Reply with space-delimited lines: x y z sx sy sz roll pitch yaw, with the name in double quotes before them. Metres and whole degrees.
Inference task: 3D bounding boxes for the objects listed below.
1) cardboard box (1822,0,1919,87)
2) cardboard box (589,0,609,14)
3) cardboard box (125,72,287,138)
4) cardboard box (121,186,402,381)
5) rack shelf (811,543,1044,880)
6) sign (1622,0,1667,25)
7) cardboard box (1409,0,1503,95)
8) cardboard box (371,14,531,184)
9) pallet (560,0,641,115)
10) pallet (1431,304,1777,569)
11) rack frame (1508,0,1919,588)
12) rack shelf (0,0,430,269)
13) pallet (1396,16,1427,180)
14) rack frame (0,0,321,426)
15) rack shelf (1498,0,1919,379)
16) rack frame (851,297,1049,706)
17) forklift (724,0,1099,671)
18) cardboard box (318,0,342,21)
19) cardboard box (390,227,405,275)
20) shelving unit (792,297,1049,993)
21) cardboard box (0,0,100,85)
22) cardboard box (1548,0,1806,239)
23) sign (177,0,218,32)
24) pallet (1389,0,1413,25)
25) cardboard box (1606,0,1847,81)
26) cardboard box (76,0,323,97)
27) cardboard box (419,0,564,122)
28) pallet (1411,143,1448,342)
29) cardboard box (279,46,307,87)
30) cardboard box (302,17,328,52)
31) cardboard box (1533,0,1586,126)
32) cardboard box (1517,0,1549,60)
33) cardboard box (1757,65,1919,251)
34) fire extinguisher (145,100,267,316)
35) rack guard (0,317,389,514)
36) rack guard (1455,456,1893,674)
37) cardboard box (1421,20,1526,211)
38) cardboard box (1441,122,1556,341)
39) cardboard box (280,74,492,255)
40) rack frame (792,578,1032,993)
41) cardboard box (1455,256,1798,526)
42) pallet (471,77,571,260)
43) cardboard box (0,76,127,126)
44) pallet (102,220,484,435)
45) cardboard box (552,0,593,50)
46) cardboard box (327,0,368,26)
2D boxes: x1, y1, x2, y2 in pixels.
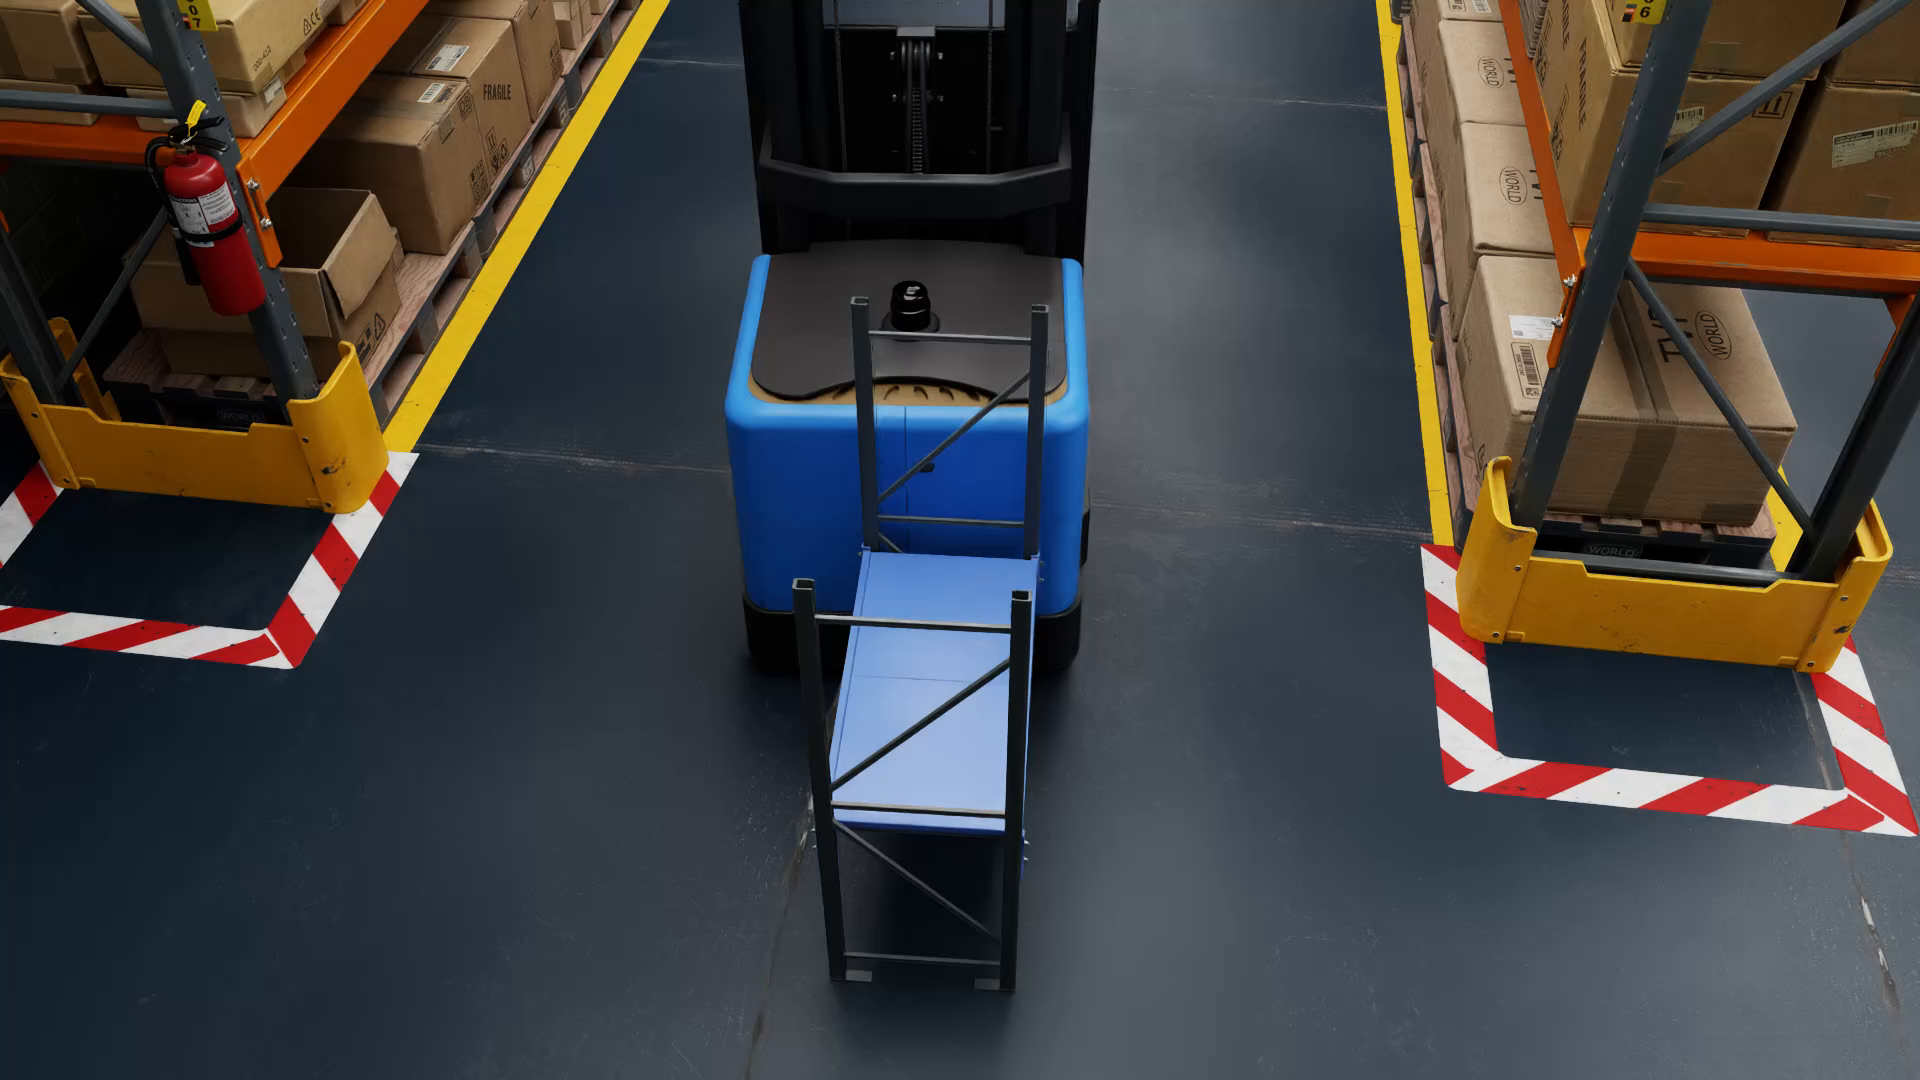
"cardboard box" 2.585 -1.545 4.400 0.500 0.500 0.500 4 44 5
"cardboard box" -1.935 -2.730 8.220 0.380 0.149 0.250 4 44 4
"cardboard box" -2.366 -1.401 5.231 0.380 0.149 0.250 5 44 5
"cardboard box" -2.506 -0.947 6.079 0.797 0.503 0.637 4 44 4
"rack shelf" -0.063 0.430 4.467 0.538 0.185 1.000 3 44 3
"sign" 1.704 -1.410 4.043 0.100 0.325 0.005 5 44 6
"cardboard box" 2.579 -2.375 7.634 0.875 0.438 0.875 5 44 5
"cardboard box" -2.186 -1.876 7.063 0.500 0.500 0.500 6 44 6
"pallet" -2.244 -2.539 8.278 1.003 0.211 1.213 5 44 6
"pallet" 2.268 -0.384 6.002 1.003 0.211 1.213 5 44 6
"rack frame" 2.240 -0.845 4.460 1.000 3.000 0.127 5 44 6
"rack shelf" -2.417 -2.395 6.621 1.077 0.370 4.000 5 44 6
"pallet" 2.590 -2.047 7.758 1.003 0.211 1.213 5 44 6
"rack frame" -2.681 -1.293 4.934 1.000 3.000 0.127 5 44 6
"rack shelf" 2.504 -1.946 6.147 1.077 0.370 4.000 5 44 6
"rack frame" -0.026 -0.050 4.712 0.500 1.500 0.032 3 44 3
"forklift" -0.118 -1.649 5.360 1.130 2.935 3.031 1 43 1
"cardboard box" -2.287 -1.975 5.547 0.500 0.250 0.500 6 44 6
"cardboard box" -2.411 -1.105 6.503 0.380 0.149 0.250 4 44 4
"shelving unit" -0.063 0.299 4.343 0.538 1.500 1.048 3 44 3
"cardboard box" -2.883 -1.684 5.240 0.500 0.250 0.500 6 44 7
"cardboard box" 2.041 -1.234 4.799 0.500 0.500 0.500 5 44 6
"sign" -2.143 -1.558 4.584 0.100 0.325 0.005 5 44 6
"pallet" 2.796 -3.091 8.861 1.003 0.211 1.213 5 44 6
"cardboard box" 2.067 -1.594 4.452 0.500 0.500 0.500 7 44 7
"cardboard box" -2.354 -1.631 5.184 0.500 0.250 0.500 5 44 6
"cardboard box" -2.217 -2.233 7.439 0.700 0.500 0.500 4 44 4
"pallet" 2.432 -1.213 6.878 1.003 0.211 1.213 5 44 6
"cardboard box" -2.378 -1.579 5.418 0.380 0.149 0.250 6 44 7
"cardboard box" -2.377 -1.761 5.611 0.380 0.149 0.250 5 44 5
"cardboard box" 2.122 -1.574 5.158 0.500 0.500 0.500 4 44 5
"cardboard box" 2.181 -1.926 5.529 0.500 0.500 0.500 6 44 7
"cardboard box" 2.588 -1.182 4.744 0.500 0.500 0.500 5 44 5
"fire extinguisher" -2.242 -0.987 4.939 0.296 0.674 0.183 5 44 6
"rack guard" -2.671 -0.437 5.848 1.175 0.500 0.348 5 44 6
"rack guard" 2.236 0.079 5.302 1.175 0.500 0.348 5 44 6
"cardboard box" 2.461 -1.764 6.990 0.875 0.438 0.875 4 44 4
"cardboard box" 2.340 -1.150 6.341 0.875 0.438 0.875 6 44 7
"cardboard box" -2.355 -1.525 6.692 0.700 0.500 0.500 7 44 7
"rack frame" -0.100 0.648 3.975 0.500 1.500 0.032 3 44 3
"cardboard box" 2.228 -0.526 5.681 0.875 0.438 0.875 4 44 4
"pallet" -2.403 -1.705 7.397 1.003 0.211 1.213 5 44 6
"cardboard box" -2.903 -1.452 5.285 0.380 0.149 0.250 5 44 5
"pallet" -2.566 -0.876 6.522 1.003 0.211 1.213 5 44 6
"cardboard box" -1.982 -2.529 7.923 0.396 0.266 0.258 7 44 7
"cardboard box" -2.283 -1.928 5.787 0.380 0.149 0.250 7 44 7
